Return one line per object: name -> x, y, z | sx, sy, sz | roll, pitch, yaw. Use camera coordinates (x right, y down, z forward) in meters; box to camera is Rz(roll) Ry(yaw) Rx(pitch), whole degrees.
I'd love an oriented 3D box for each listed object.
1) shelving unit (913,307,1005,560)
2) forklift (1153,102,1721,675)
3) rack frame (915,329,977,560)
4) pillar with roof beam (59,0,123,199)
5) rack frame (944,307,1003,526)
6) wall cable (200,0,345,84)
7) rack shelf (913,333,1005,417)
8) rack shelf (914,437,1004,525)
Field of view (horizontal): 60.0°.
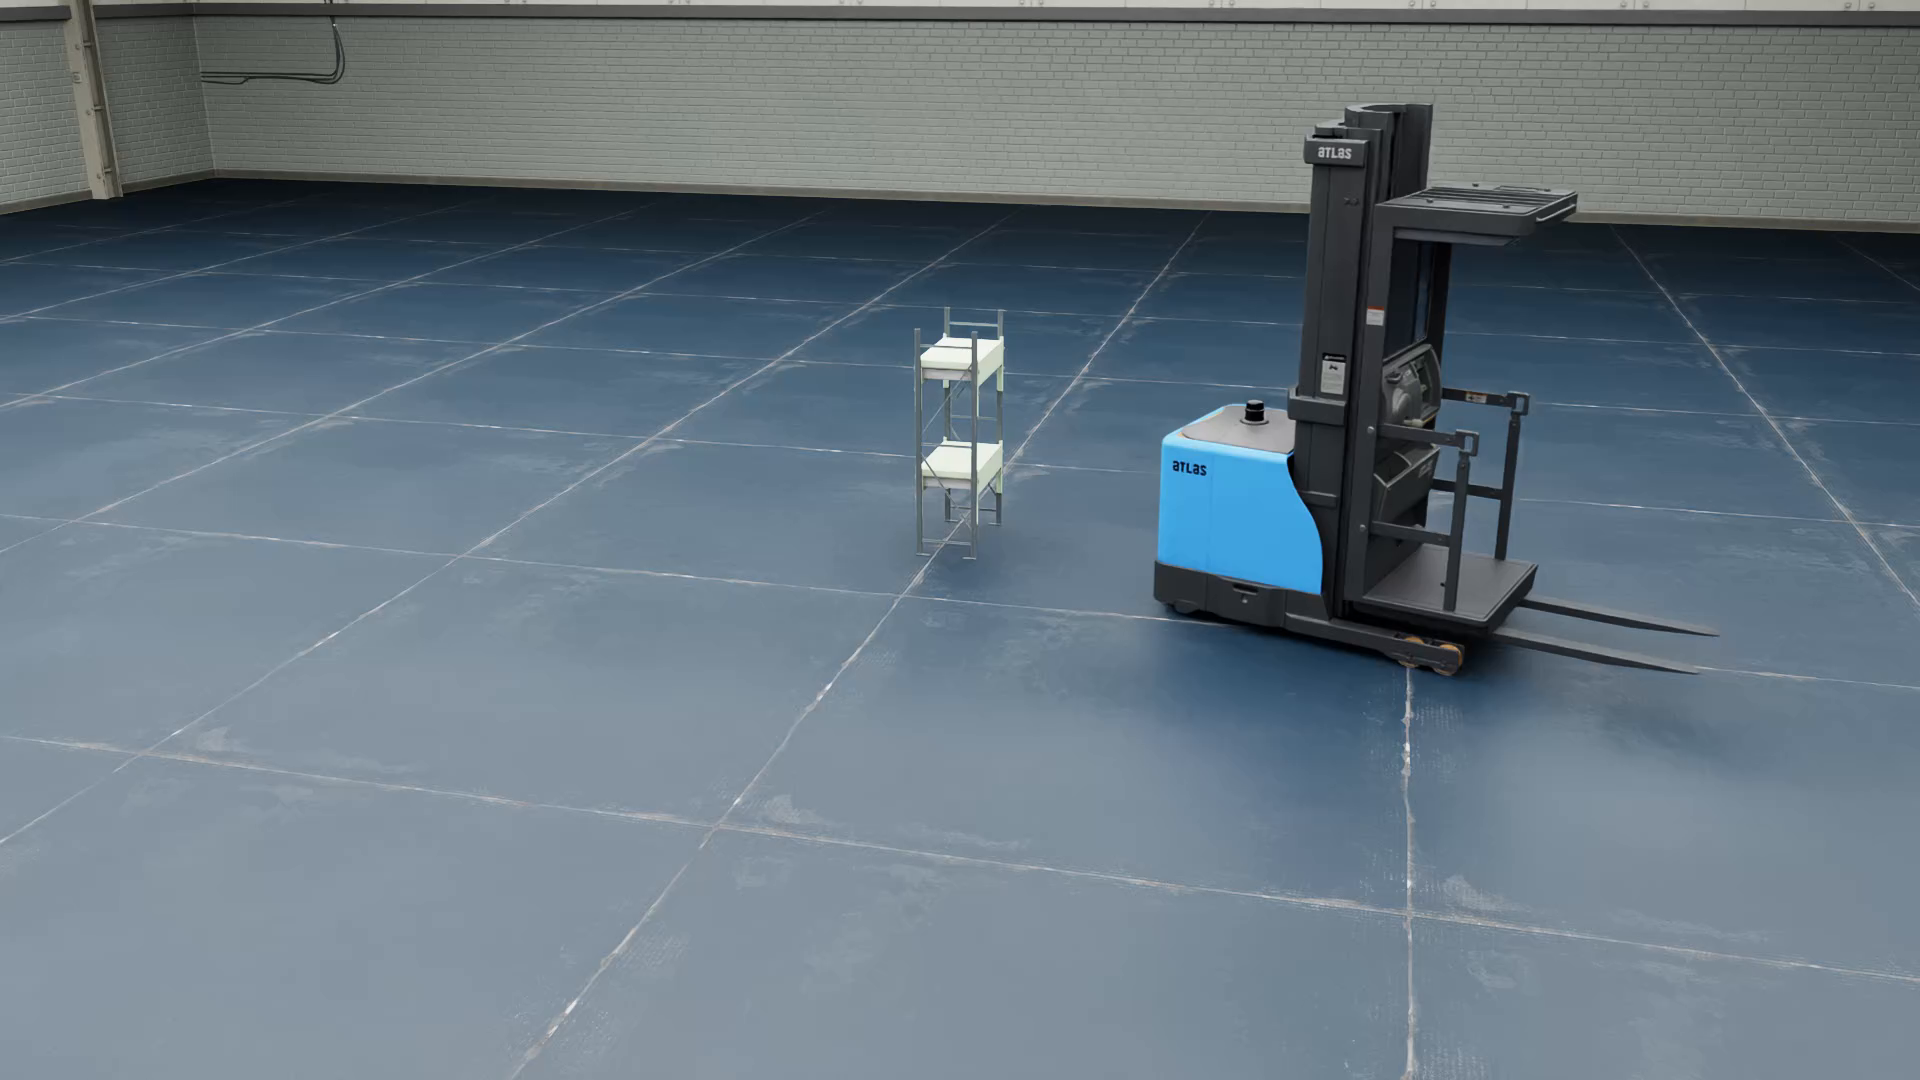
shelving unit -> 0.002, -0.712, 10.951 | 0.431, 1.500, 0.755 | 5, 19, 13
forklift -> 2.677, -0.847, 9.134 | 3.031, 2.935, 1.130 | 12, 22, 31
rack frame -> -0.088, -0.597, 10.615 | 0.400, 1.500, 0.023 | 5, 19, 13
pillar with roof beam -> -10.276, -9.724, 25.735 | 9.100, 9.000, 0.400 | 5, 19, 13
rack frame -> 0.091, -0.827, 11.287 | 0.400, 1.500, 0.023 | 5, 19, 13
wall cable -> -12.449, -9.414, 29.630 | 3.097, 2.526, 0.112 | 5, 19, 13
rack shelf -> 0.002, -1.081, 10.825 | 0.431, 0.370, 0.720 | 5, 19, 13
rack shelf -> 0.002, -0.403, 11.057 | 0.431, 0.370, 0.720 | 5, 19, 13
